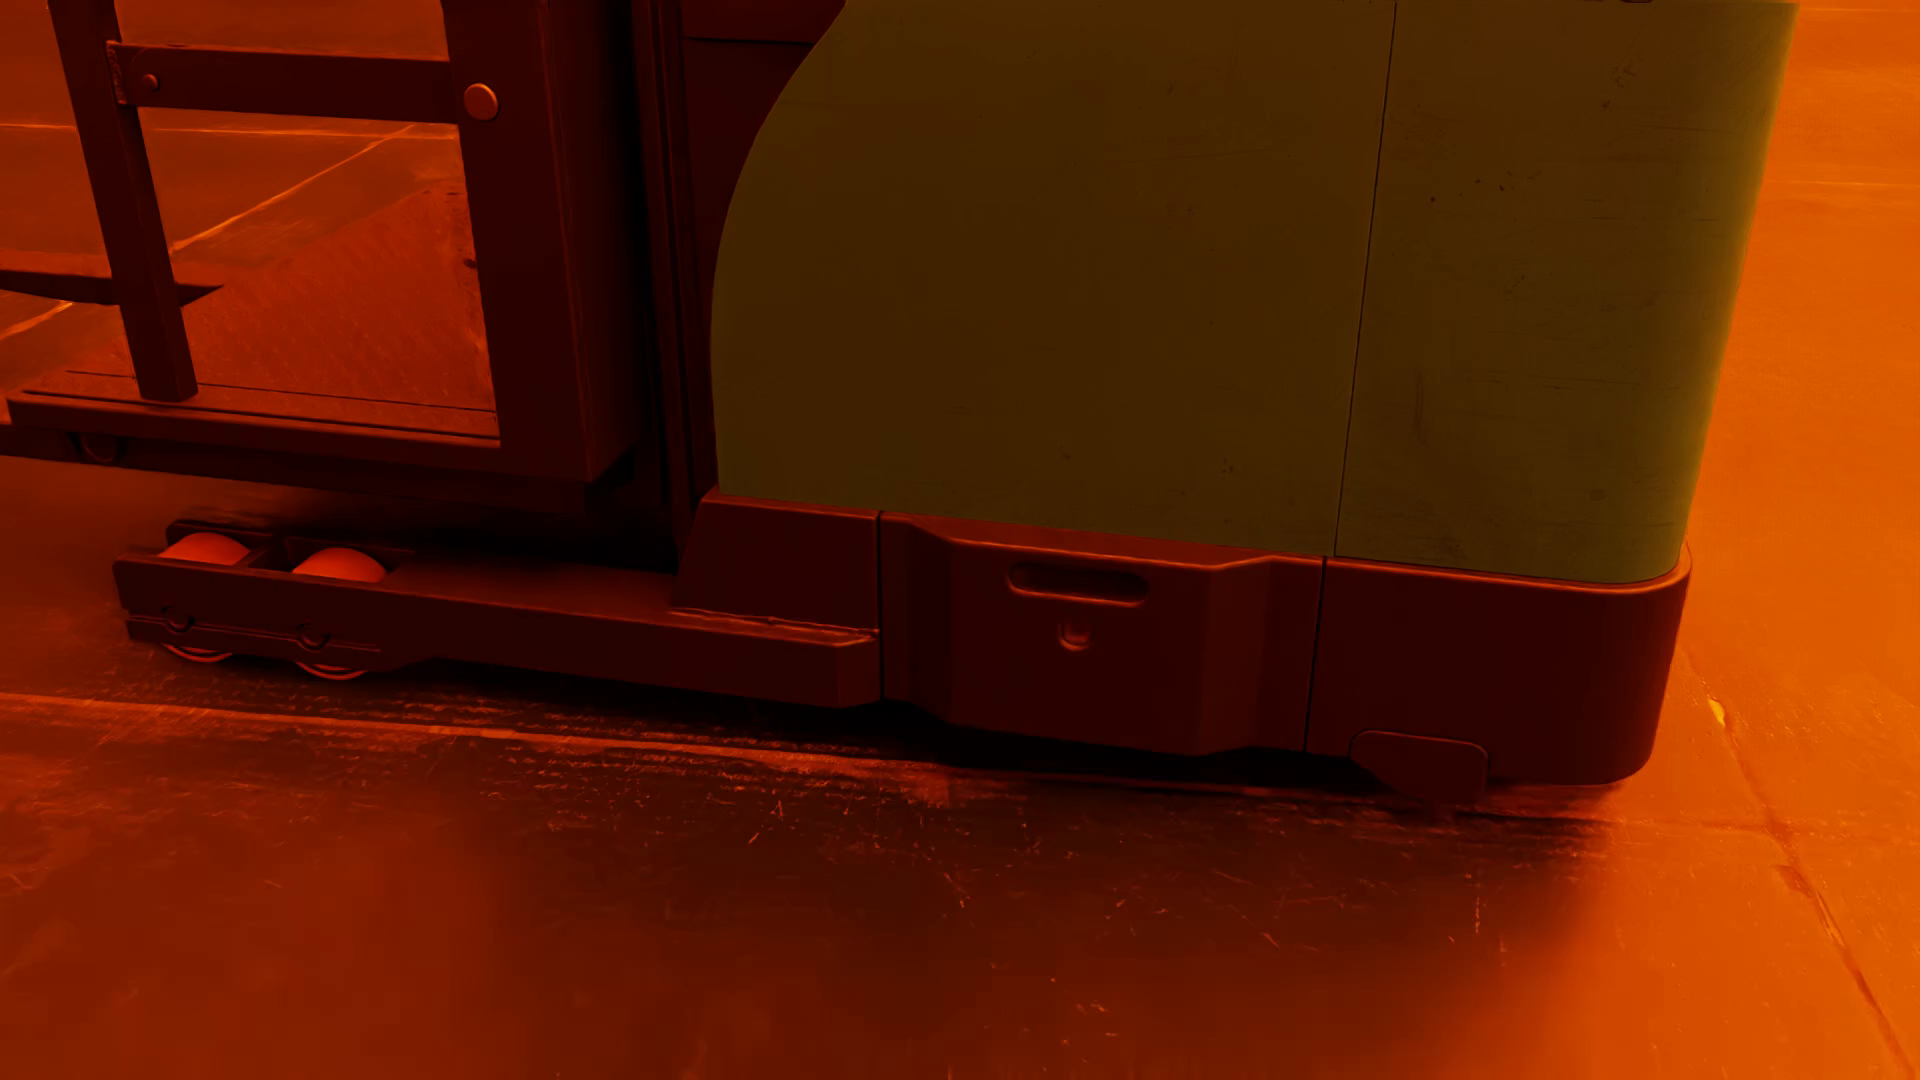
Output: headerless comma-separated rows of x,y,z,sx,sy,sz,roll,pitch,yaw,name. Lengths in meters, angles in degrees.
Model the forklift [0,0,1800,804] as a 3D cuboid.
-0.600,-1.353,1.930,3.031,2.935,1.130,6,27,12,forklift
